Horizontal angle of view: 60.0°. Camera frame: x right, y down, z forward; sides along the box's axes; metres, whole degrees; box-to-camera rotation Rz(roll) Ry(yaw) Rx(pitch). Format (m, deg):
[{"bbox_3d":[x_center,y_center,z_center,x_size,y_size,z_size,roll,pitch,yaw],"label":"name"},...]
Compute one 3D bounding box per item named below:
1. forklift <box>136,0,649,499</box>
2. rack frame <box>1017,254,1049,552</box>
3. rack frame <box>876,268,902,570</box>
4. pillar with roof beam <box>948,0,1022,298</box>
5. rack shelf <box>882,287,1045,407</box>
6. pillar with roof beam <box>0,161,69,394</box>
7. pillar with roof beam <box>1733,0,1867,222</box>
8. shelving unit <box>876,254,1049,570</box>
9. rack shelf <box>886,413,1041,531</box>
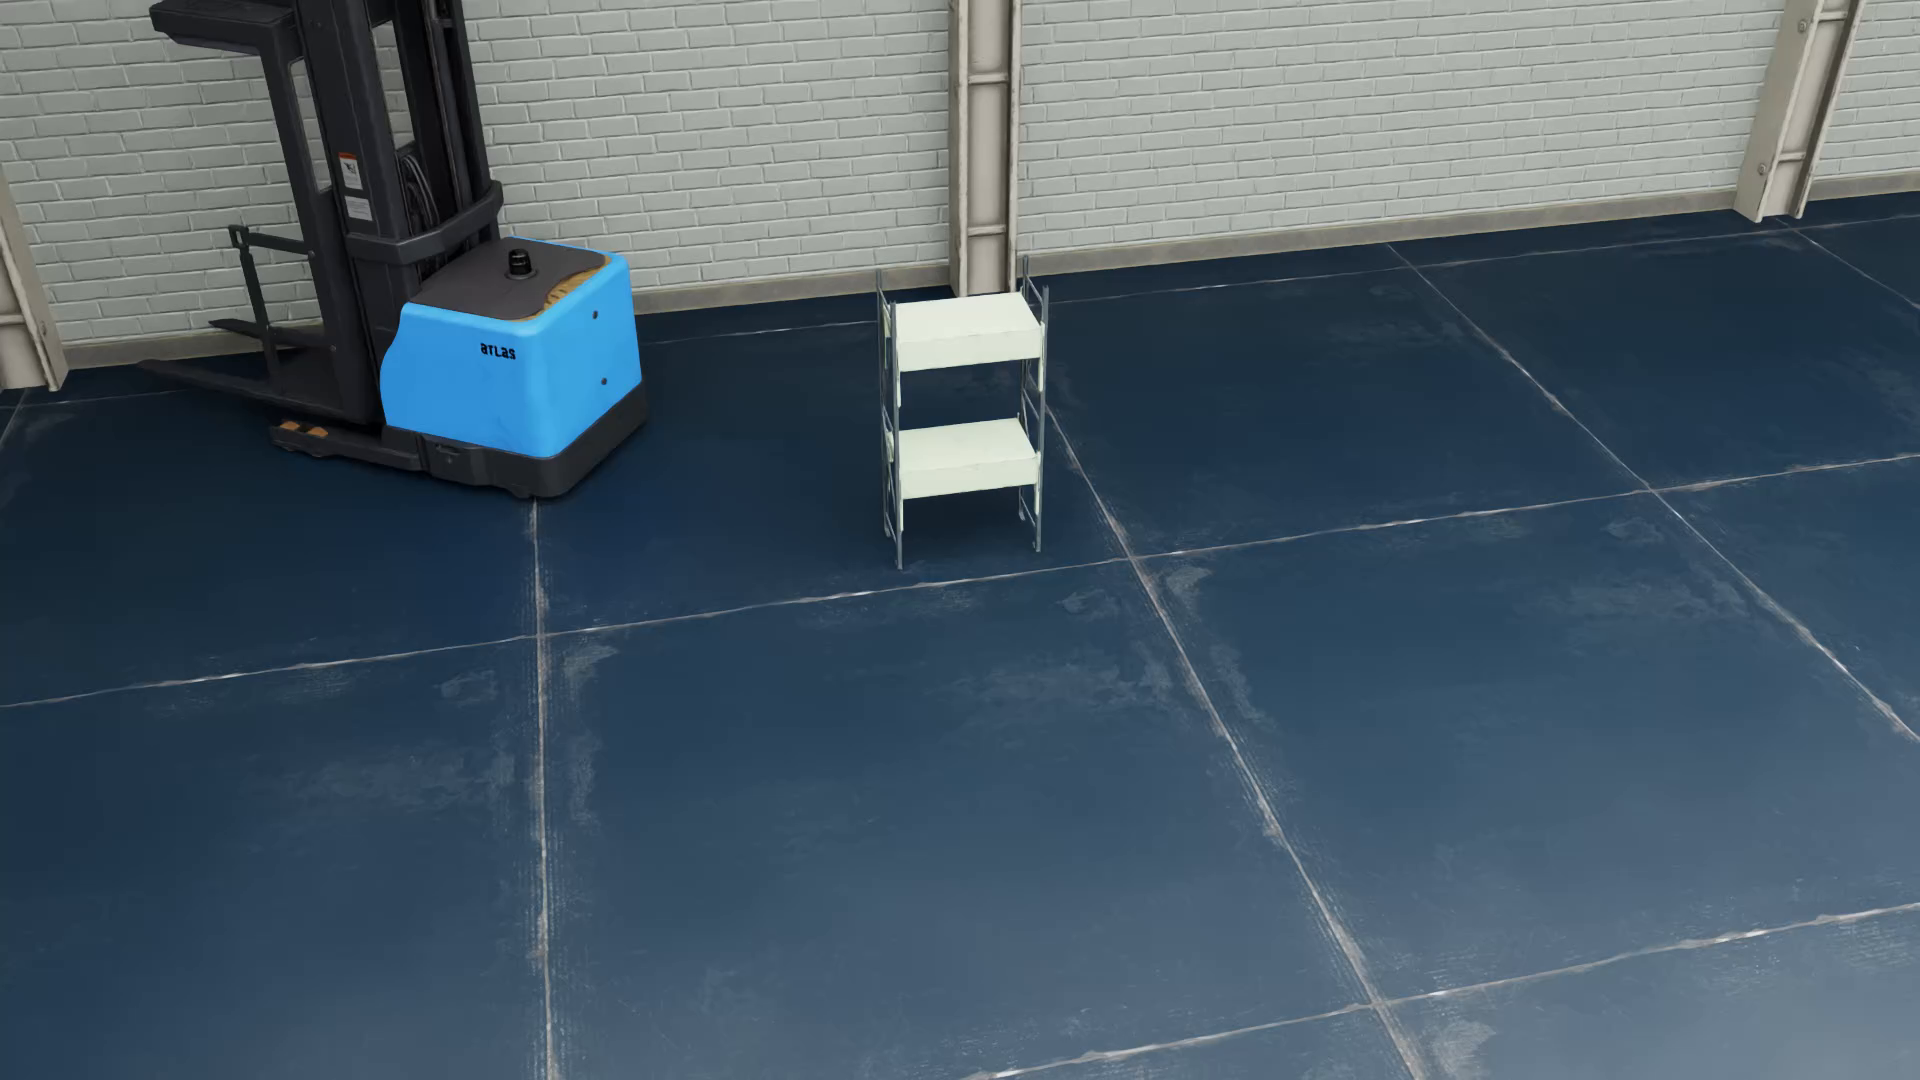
[{"bbox_3d":[-3.385,-1.948,9.022,3.031,2.935,1.130,12,36,17],"label":"forklift"},{"bbox_3d":[0.363,-0.669,8.400,0.023,1.500,0.400,-7,35,-11],"label":"rack frame"},{"bbox_3d":[-0.350,-0.579,8.266,0.023,1.500,0.400,-7,35,-11],"label":"rack frame"},{"bbox_3d":[1.102,-3.102,5.296,0.400,9.000,9.100,-7,35,-11],"label":"pillar with roof beam"},{"bbox_3d":[0.007,-0.948,8.116,0.720,0.370,0.431,-7,35,-11],"label":"rack shelf"},{"bbox_3d":[-4.750,-2.364,4.197,0.400,9.000,9.100,-7,35,-11],"label":"pillar with roof beam"},{"bbox_3d":[6.954,-3.839,6.395,0.400,9.000,9.100,-7,35,-11],"label":"pillar with roof beam"},{"bbox_3d":[0.007,-0.624,8.333,0.755,1.500,0.431,-7,35,-11],"label":"shelving unit"},{"bbox_3d":[0.007,-0.353,8.515,0.720,0.370,0.431,-7,35,-11],"label":"rack shelf"}]
